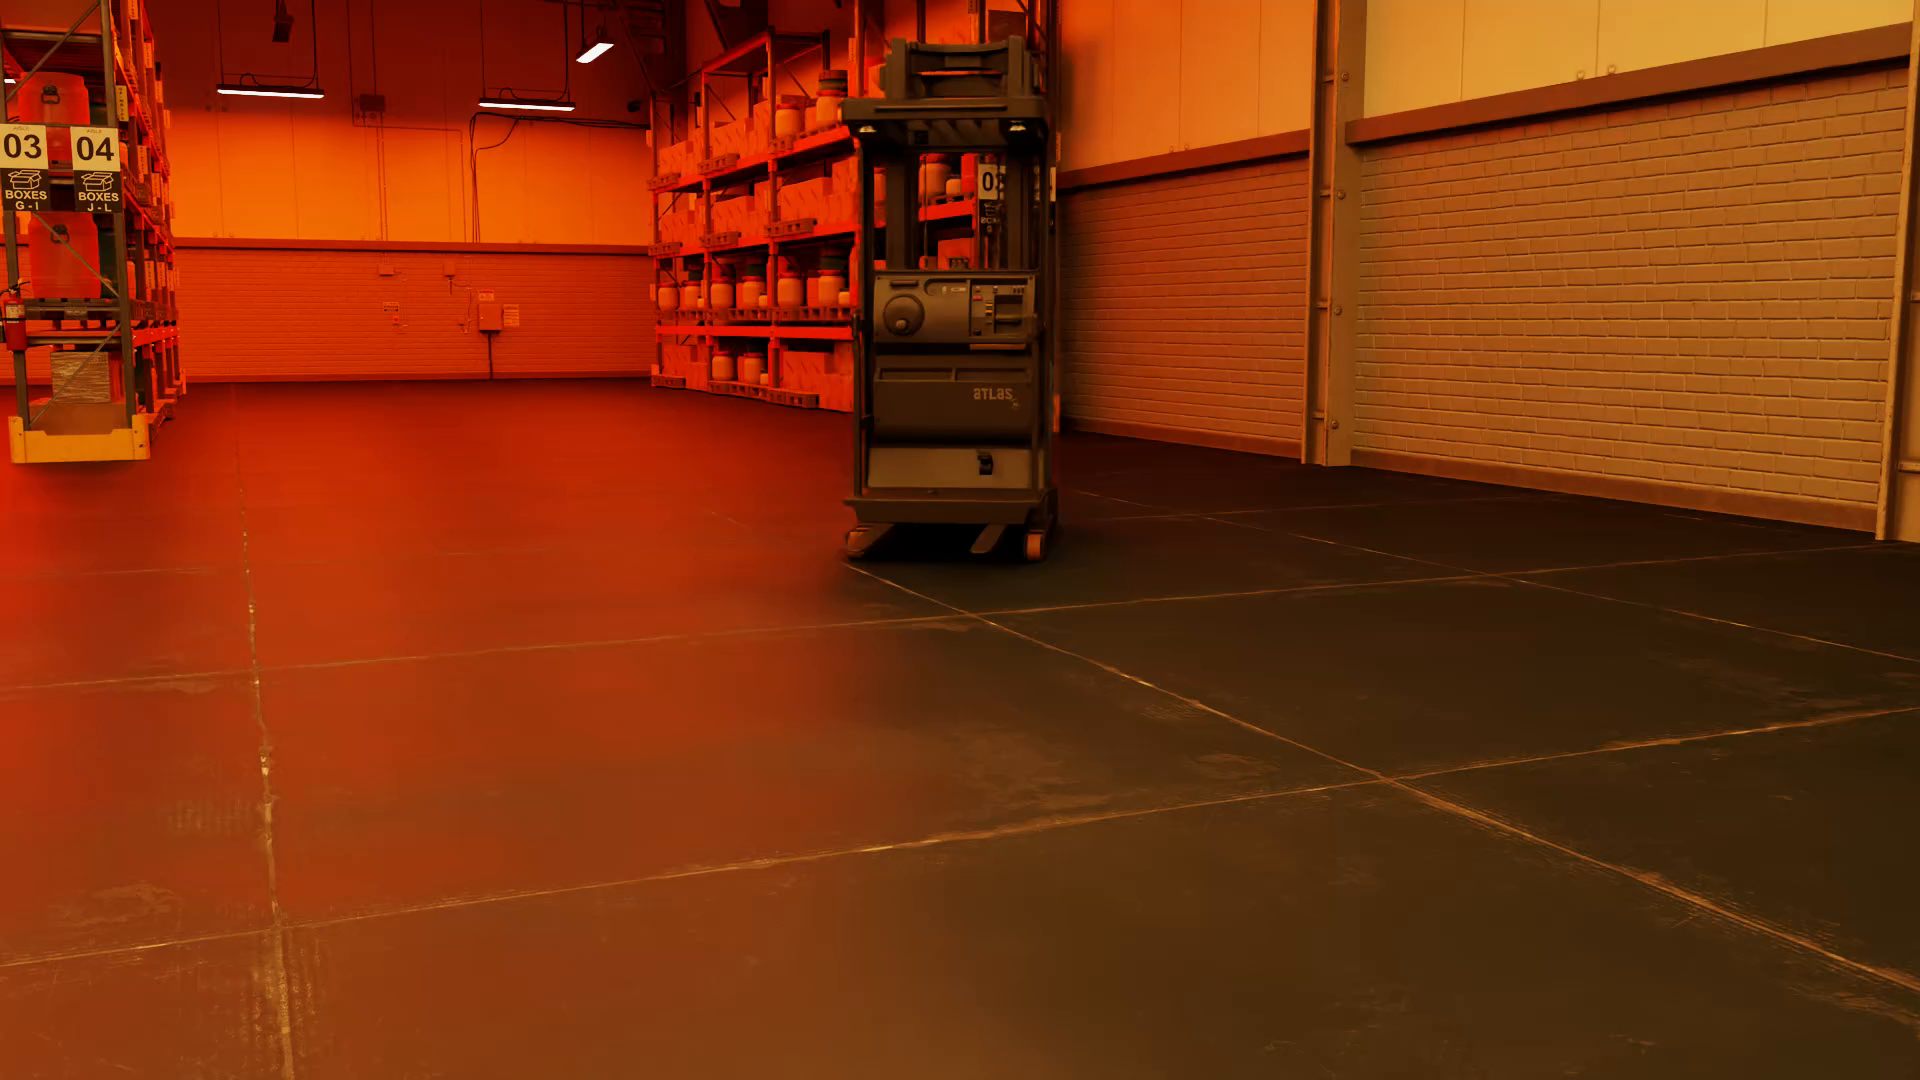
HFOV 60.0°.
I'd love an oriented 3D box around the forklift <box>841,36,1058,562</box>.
[{"bbox_3d":[-0.053,-1.373,9.356,1.130,2.935,3.031,1,8,6],"label":"forklift"}]
